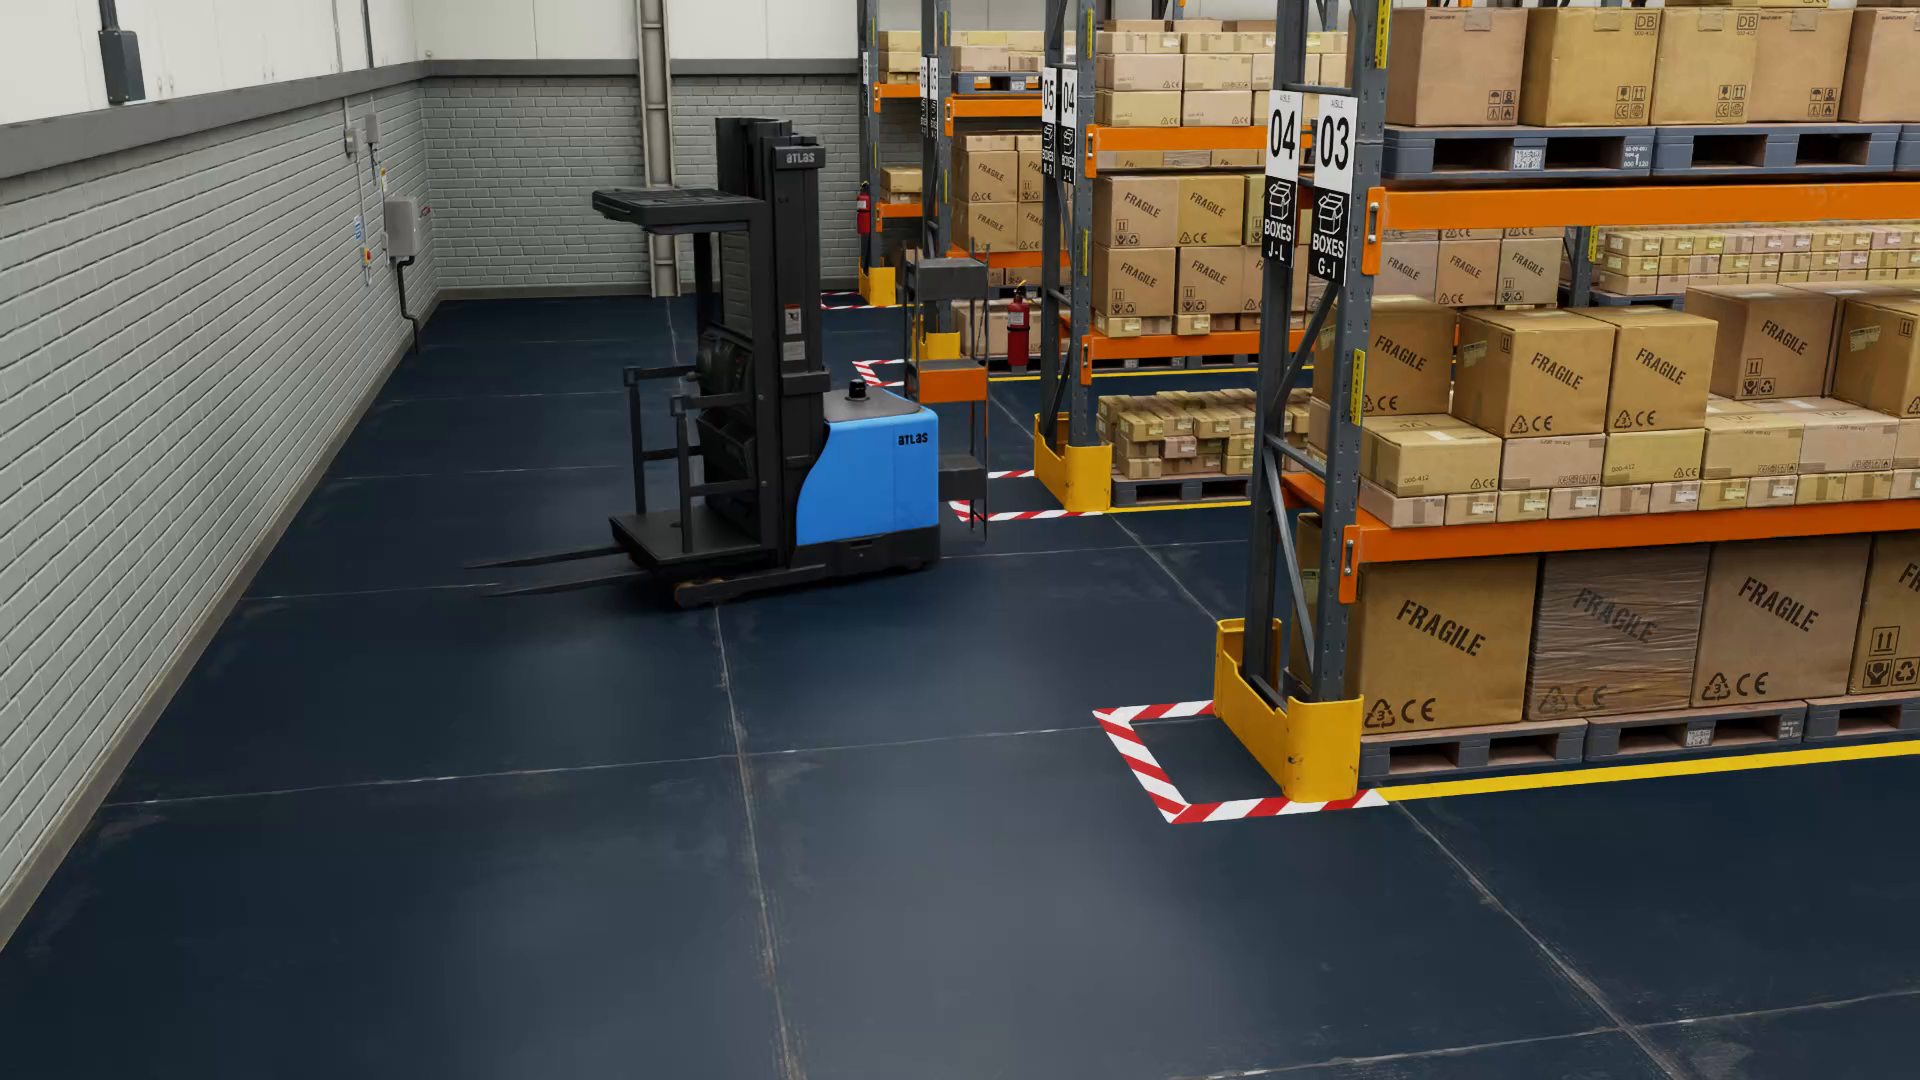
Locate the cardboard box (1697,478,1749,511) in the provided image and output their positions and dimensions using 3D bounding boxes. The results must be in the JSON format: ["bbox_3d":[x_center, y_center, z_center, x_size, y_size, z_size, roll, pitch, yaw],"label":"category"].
[{"bbox_3d":[3.557,-0.266,7.998,0.250,0.149,0.380,-4,17,-12],"label":"cardboard box"}]

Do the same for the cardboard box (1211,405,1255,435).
[{"bbox_3d":[2.120,-0.930,12.857,0.250,0.149,0.380,-4,18,-13],"label":"cardboard box"}]

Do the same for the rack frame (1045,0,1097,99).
[{"bbox_3d":[0.794,-4.679,11.719,0.127,3.000,1.000,-3,17,-10],"label":"rack frame"}]

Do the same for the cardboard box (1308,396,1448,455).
[{"bbox_3d":[2.061,-0.550,8.242,0.500,0.250,0.500,-4,17,-11],"label":"cardboard box"}]

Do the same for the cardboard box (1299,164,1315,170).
[{"bbox_3d":[2.721,-2.667,13.005,0.500,0.500,0.500,-4,17,-12],"label":"cardboard box"}]

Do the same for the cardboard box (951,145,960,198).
[{"bbox_3d":[0.184,-3.854,17.377,0.500,0.500,0.500,-3,17,-9],"label":"cardboard box"}]

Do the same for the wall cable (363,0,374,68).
[{"bbox_3d":[-6.407,-6.742,18.373,0.133,3.039,2.988,-3,17,-10],"label":"wall cable"}]

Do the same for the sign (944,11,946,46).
[{"bbox_3d":[-0.145,-4.962,16.125,0.005,0.325,0.100,-3,17,-10],"label":"sign"}]

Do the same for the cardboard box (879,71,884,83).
[{"bbox_3d":[-0.919,-6.062,21.757,0.250,0.149,0.380,-3,17,-9],"label":"cardboard box"}]

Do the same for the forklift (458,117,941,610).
[{"bbox_3d":[-1.679,-1.142,10.537,3.031,2.935,1.130,-9,19,-26],"label":"forklift"}]

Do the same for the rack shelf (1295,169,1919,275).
[{"bbox_3d":[3.600,-1.577,7.954,4.000,0.370,1.077,-3,17,-10],"label":"rack shelf"}]

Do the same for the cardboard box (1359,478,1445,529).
[{"bbox_3d":[2.047,-0.180,7.718,0.250,0.149,0.380,-3,17,-10],"label":"cardboard box"}]

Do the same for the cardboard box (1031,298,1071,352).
[{"bbox_3d":[1.282,-2.328,17.930,0.875,0.438,0.875,-3,17,-9],"label":"cardboard box"}]

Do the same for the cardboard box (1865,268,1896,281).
[{"bbox_3d":[7.246,-2.122,13.323,0.250,0.149,0.380,-4,18,-13],"label":"cardboard box"}]

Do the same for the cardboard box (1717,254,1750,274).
[{"bbox_3d":[5.958,-2.190,13.041,0.250,0.149,0.380,-4,18,-13],"label":"cardboard box"}]

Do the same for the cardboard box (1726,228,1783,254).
[{"bbox_3d":[6.217,-2.347,13.043,0.250,0.149,0.380,-3,17,-11],"label":"cardboard box"}]

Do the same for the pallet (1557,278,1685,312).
[{"bbox_3d":[5.500,-1.943,13.356,1.213,0.211,1.003,-3,17,-10],"label":"pallet"}]

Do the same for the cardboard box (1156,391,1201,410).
[{"bbox_3d":[1.754,-1.085,13.361,0.250,0.149,0.380,-4,17,-12],"label":"cardboard box"}]

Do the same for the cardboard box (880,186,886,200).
[{"bbox_3d":[-0.915,-4.639,22.235,0.250,0.149,0.380,-3,17,-11],"label":"cardboard box"}]

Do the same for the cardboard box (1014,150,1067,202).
[{"bbox_3d":[0.787,-3.734,16.986,0.500,0.500,0.500,-4,17,-12],"label":"cardboard box"}]

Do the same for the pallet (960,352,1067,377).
[{"bbox_3d":[0.526,-1.967,17.856,1.213,0.211,1.003,-3,17,-10],"label":"pallet"}]

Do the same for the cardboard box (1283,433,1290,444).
[{"bbox_3d":[2.375,-0.810,12.974,0.250,0.149,0.380,-4,18,-13],"label":"cardboard box"}]

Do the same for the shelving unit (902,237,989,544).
[{"bbox_3d":[-0.099,-1.011,11.526,0.503,2.100,0.431,-5,18,-14],"label":"shelving unit"}]

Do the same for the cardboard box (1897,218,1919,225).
[{"bbox_3d":[7.895,-2.636,13.986,0.250,0.149,0.380,-4,17,-12],"label":"cardboard box"}]

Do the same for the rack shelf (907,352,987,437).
[{"bbox_3d":[-0.099,-0.998,11.530,0.480,0.518,0.431,-5,18,-14],"label":"rack shelf"}]

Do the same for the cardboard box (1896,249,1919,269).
[{"bbox_3d":[7.485,-2.276,13.320,0.250,0.149,0.380,-3,17,-10],"label":"cardboard box"}]

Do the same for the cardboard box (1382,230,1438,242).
[{"bbox_3d":[3.300,-2.543,12.603,0.500,0.500,0.500,-3,17,-9],"label":"cardboard box"}]

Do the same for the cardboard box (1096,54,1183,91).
[{"bbox_3d":[1.284,-3.363,11.946,0.500,0.250,0.500,-3,17,-10],"label":"cardboard box"}]

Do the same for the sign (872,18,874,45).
[{"bbox_3d":[-1.086,-6.359,20.808,0.005,0.325,0.100,-3,17,-10],"label":"sign"}]

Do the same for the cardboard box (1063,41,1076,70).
[{"bbox_3d":[1.235,-4.941,16.949,0.500,0.311,0.500,-3,17,-9],"label":"cardboard box"}]

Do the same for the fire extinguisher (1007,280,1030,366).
[{"bbox_3d":[0.459,-1.715,13.054,0.183,0.674,0.296,-3,17,-10],"label":"fire extinguisher"}]

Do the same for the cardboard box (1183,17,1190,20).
[{"bbox_3d":[3.026,-6.826,22.147,0.258,0.266,0.396,-3,17,-11],"label":"cardboard box"}]

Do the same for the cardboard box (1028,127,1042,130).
[{"bbox_3d":[1.225,-5.309,22.459,0.500,0.500,0.500,-4,17,-12],"label":"cardboard box"}]

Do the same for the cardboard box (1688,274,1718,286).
[{"bbox_3d":[5.713,-2.034,13.038,0.250,0.149,0.380,-3,17,-10],"label":"cardboard box"}]

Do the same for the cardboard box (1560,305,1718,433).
[{"bbox_3d":[3.157,-0.812,7.819,0.500,0.500,0.500,-4,17,-12],"label":"cardboard box"}]

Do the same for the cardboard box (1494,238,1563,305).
[{"bbox_3d":[4.300,-2.116,12.914,0.500,0.500,0.500,-3,17,-10],"label":"cardboard box"}]

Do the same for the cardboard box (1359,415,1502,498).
[{"bbox_3d":[2.158,-0.395,7.739,0.500,0.250,0.500,-4,17,-12],"label":"cardboard box"}]

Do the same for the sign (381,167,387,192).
[{"bbox_3d":[-6.224,-3.893,17.971,0.001,0.242,0.339,-3,17,-10],"label":"sign"}]

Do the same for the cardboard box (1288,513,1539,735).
[{"bbox_3d":[2.249,0.380,8.368,0.875,0.875,0.875,-3,17,-10],"label":"cardboard box"}]

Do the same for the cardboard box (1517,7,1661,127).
[{"bbox_3d":[2.712,-2.147,7.529,0.500,0.500,0.700,-4,17,-12],"label":"cardboard box"}]

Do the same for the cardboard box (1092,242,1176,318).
[{"bbox_3d":[1.287,-1.947,12.364,0.500,0.500,0.500,-2,17,-8],"label":"cardboard box"}]

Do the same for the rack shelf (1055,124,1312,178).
[{"bbox_3d":[2.758,-3.013,12.628,4.000,0.370,1.077,-3,17,-10],"label":"rack shelf"}]

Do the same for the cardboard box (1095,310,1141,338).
[{"bbox_3d":[1.174,-1.615,12.388,0.250,0.149,0.380,-3,17,-11],"label":"cardboard box"}]

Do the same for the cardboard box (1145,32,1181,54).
[{"bbox_3d":[1.409,-3.564,11.924,0.250,0.149,0.380,-3,17,-8],"label":"cardboard box"}]

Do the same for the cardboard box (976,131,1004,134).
[{"bbox_3d":[0.315,-4.167,17.293,0.250,0.149,0.380,-3,17,-9],"label":"cardboard box"}]

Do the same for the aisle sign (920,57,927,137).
[{"bbox_3d":[-0.373,-4.561,17.124,0.004,0.787,0.394,-3,17,-10],"label":"aisle sign"}]

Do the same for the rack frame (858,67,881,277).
[{"bbox_3d":[-1.189,-4.663,21.886,0.127,3.000,1.000,-3,17,-10],"label":"rack frame"}]

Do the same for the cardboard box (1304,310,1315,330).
[{"bbox_3d":[2.696,-1.716,12.719,0.250,0.149,0.380,-3,17,-8],"label":"cardboard box"}]

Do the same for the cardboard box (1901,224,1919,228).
[{"bbox_3d":[7.751,-2.435,13.329,0.250,0.149,0.380,-3,17,-9],"label":"cardboard box"}]

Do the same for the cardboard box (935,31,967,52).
[{"bbox_3d":[-0.203,-6.382,21.270,0.500,0.250,0.500,-3,17,-11],"label":"cardboard box"}]

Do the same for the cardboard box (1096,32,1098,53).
[{"bbox_3d":[1.065,-3.706,12.386,0.250,0.149,0.380,-3,17,-11],"label":"cardboard box"}]

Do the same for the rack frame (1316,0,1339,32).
[{"bbox_3d":[3.683,-6.323,17.072,0.127,3.000,1.000,-3,17,-10],"label":"rack frame"}]

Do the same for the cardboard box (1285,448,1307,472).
[{"bbox_3d":[2.619,-0.653,12.970,0.250,0.149,0.380,-4,18,-13],"label":"cardboard box"}]

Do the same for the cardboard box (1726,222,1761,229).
[{"bbox_3d":[6.359,-2.550,13.705,0.250,0.149,0.380,-4,18,-13],"label":"cardboard box"}]

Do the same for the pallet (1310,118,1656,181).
[{"bbox_3d":[2.362,-1.812,7.643,1.213,0.211,1.003,-3,17,-10],"label":"pallet"}]
